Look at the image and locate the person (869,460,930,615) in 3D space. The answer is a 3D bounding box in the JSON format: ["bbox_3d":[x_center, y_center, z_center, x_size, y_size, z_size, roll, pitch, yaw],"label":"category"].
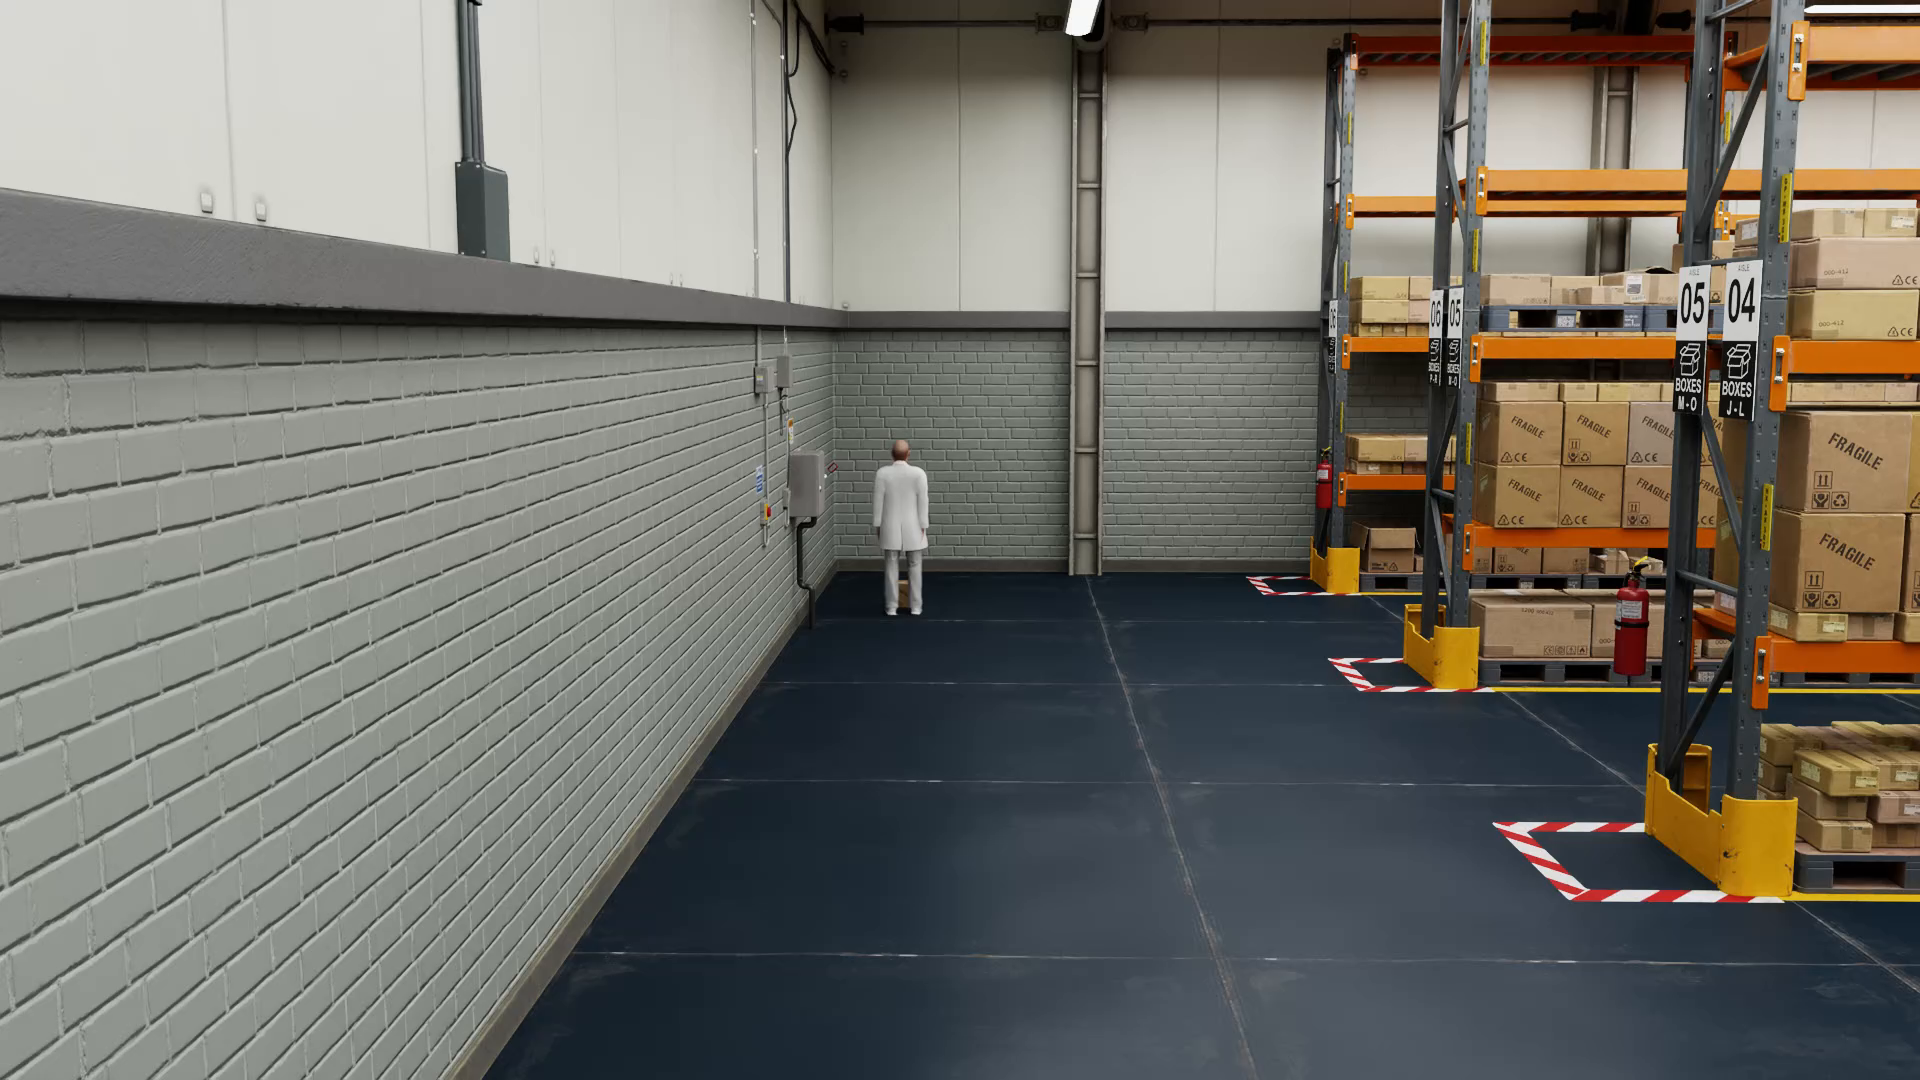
[{"bbox_3d":[-0.615,-0.017,16.909,0.626,1.552,0.613,0,7,2],"label":"person"}]
